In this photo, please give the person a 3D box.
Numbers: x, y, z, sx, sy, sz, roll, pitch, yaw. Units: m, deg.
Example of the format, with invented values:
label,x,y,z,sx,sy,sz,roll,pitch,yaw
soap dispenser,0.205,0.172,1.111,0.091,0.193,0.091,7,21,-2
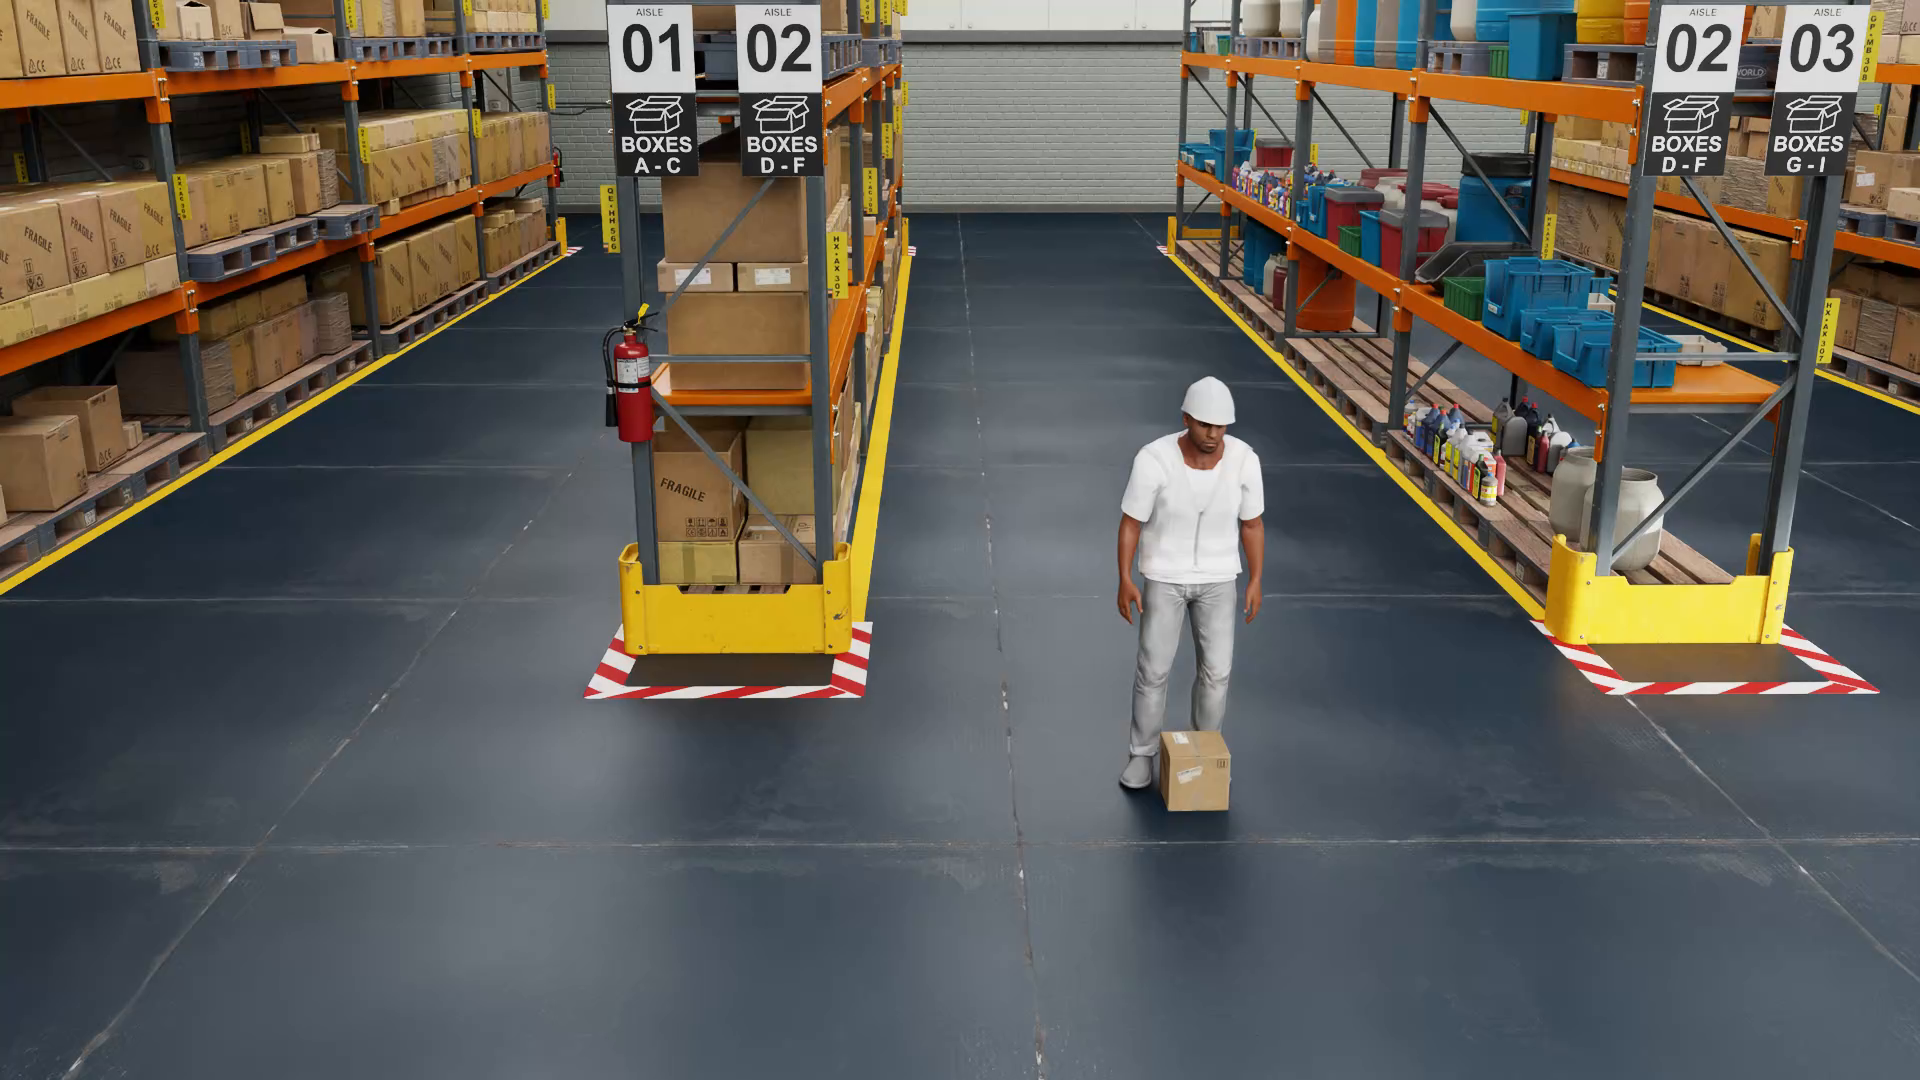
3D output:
label,x,y,z,sx,sy,sz,roll,pitch,yaw
person,0.965,0.177,6.938,0.626,1.759,0.463,-1,17,-3
